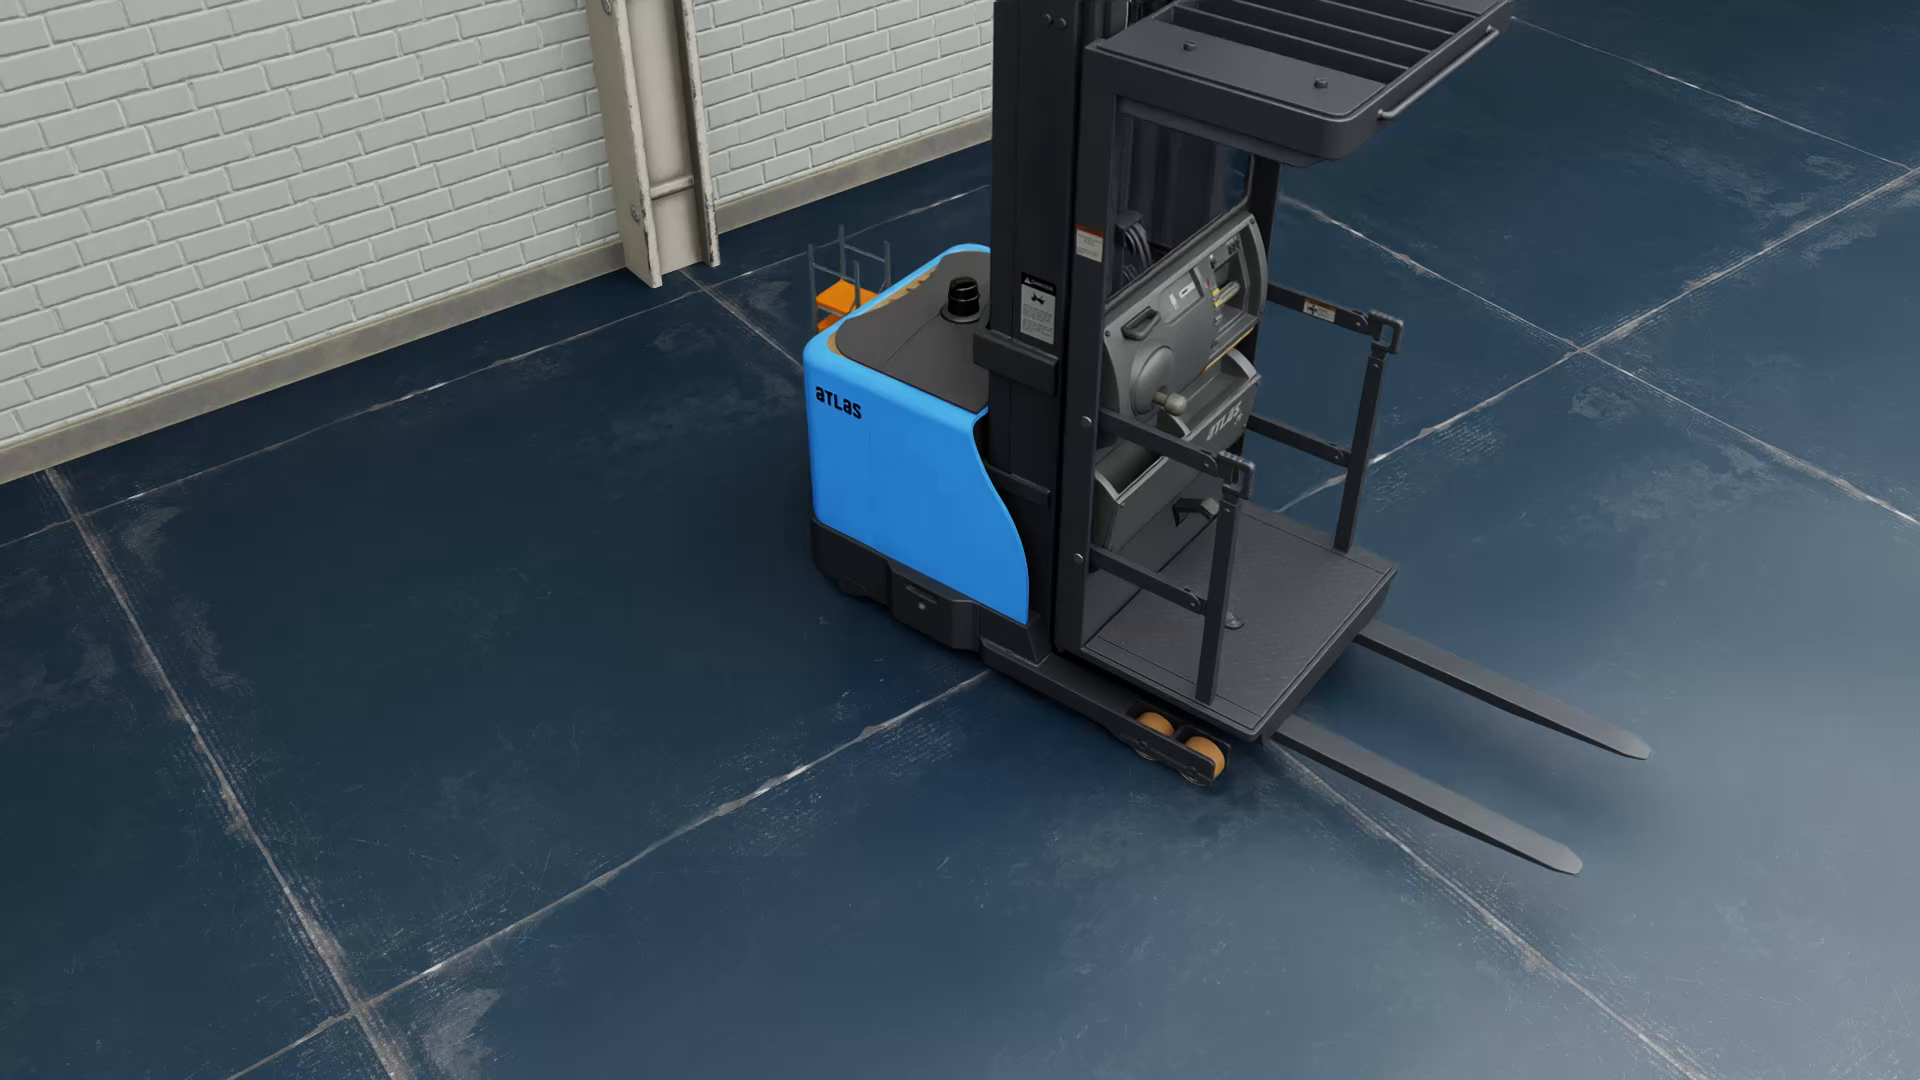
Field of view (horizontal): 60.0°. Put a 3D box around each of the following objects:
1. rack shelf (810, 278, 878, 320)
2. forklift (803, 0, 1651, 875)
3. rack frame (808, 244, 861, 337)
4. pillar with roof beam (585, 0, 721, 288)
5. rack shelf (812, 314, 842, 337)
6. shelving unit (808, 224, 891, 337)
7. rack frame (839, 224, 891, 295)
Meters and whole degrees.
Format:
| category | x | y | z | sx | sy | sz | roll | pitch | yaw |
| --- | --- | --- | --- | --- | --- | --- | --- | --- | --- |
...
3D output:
| category | x | y | z | sx | sy | sz | roll | pitch | yaw |
| --- | --- | --- | --- | --- | --- | --- | --- | --- | --- |
| rack shelf | -0.416 | -0.888 | 6.389 | 0.258 | 0.103 | 0.180 | 25 | 45 | 27 |
| forklift | 0.902 | -0.675 | 5.262 | 3.031 | 2.935 | 1.130 | 26 | 46 | 28 |
| rack frame | -0.470 | -0.597 | 6.532 | 0.240 | 1.200 | 0.006 | 25 | 45 | 27 |
| pillar with roof beam | 1.158 | -2.720 | 2.970 | 0.400 | 9.000 | 9.100 | -26 | 46 | -28 |
| rack shelf | -0.416 | -0.795 | 6.465 | 0.258 | 0.103 | 0.180 | 25 | 45 | 27 |
| shelving unit | -0.416 | -0.644 | 6.589 | 0.258 | 1.200 | 0.189 | 25 | 45 | 27 |
| rack frame | -0.363 | -0.691 | 6.647 | 0.240 | 1.200 | 0.006 | 25 | 45 | 27 |
